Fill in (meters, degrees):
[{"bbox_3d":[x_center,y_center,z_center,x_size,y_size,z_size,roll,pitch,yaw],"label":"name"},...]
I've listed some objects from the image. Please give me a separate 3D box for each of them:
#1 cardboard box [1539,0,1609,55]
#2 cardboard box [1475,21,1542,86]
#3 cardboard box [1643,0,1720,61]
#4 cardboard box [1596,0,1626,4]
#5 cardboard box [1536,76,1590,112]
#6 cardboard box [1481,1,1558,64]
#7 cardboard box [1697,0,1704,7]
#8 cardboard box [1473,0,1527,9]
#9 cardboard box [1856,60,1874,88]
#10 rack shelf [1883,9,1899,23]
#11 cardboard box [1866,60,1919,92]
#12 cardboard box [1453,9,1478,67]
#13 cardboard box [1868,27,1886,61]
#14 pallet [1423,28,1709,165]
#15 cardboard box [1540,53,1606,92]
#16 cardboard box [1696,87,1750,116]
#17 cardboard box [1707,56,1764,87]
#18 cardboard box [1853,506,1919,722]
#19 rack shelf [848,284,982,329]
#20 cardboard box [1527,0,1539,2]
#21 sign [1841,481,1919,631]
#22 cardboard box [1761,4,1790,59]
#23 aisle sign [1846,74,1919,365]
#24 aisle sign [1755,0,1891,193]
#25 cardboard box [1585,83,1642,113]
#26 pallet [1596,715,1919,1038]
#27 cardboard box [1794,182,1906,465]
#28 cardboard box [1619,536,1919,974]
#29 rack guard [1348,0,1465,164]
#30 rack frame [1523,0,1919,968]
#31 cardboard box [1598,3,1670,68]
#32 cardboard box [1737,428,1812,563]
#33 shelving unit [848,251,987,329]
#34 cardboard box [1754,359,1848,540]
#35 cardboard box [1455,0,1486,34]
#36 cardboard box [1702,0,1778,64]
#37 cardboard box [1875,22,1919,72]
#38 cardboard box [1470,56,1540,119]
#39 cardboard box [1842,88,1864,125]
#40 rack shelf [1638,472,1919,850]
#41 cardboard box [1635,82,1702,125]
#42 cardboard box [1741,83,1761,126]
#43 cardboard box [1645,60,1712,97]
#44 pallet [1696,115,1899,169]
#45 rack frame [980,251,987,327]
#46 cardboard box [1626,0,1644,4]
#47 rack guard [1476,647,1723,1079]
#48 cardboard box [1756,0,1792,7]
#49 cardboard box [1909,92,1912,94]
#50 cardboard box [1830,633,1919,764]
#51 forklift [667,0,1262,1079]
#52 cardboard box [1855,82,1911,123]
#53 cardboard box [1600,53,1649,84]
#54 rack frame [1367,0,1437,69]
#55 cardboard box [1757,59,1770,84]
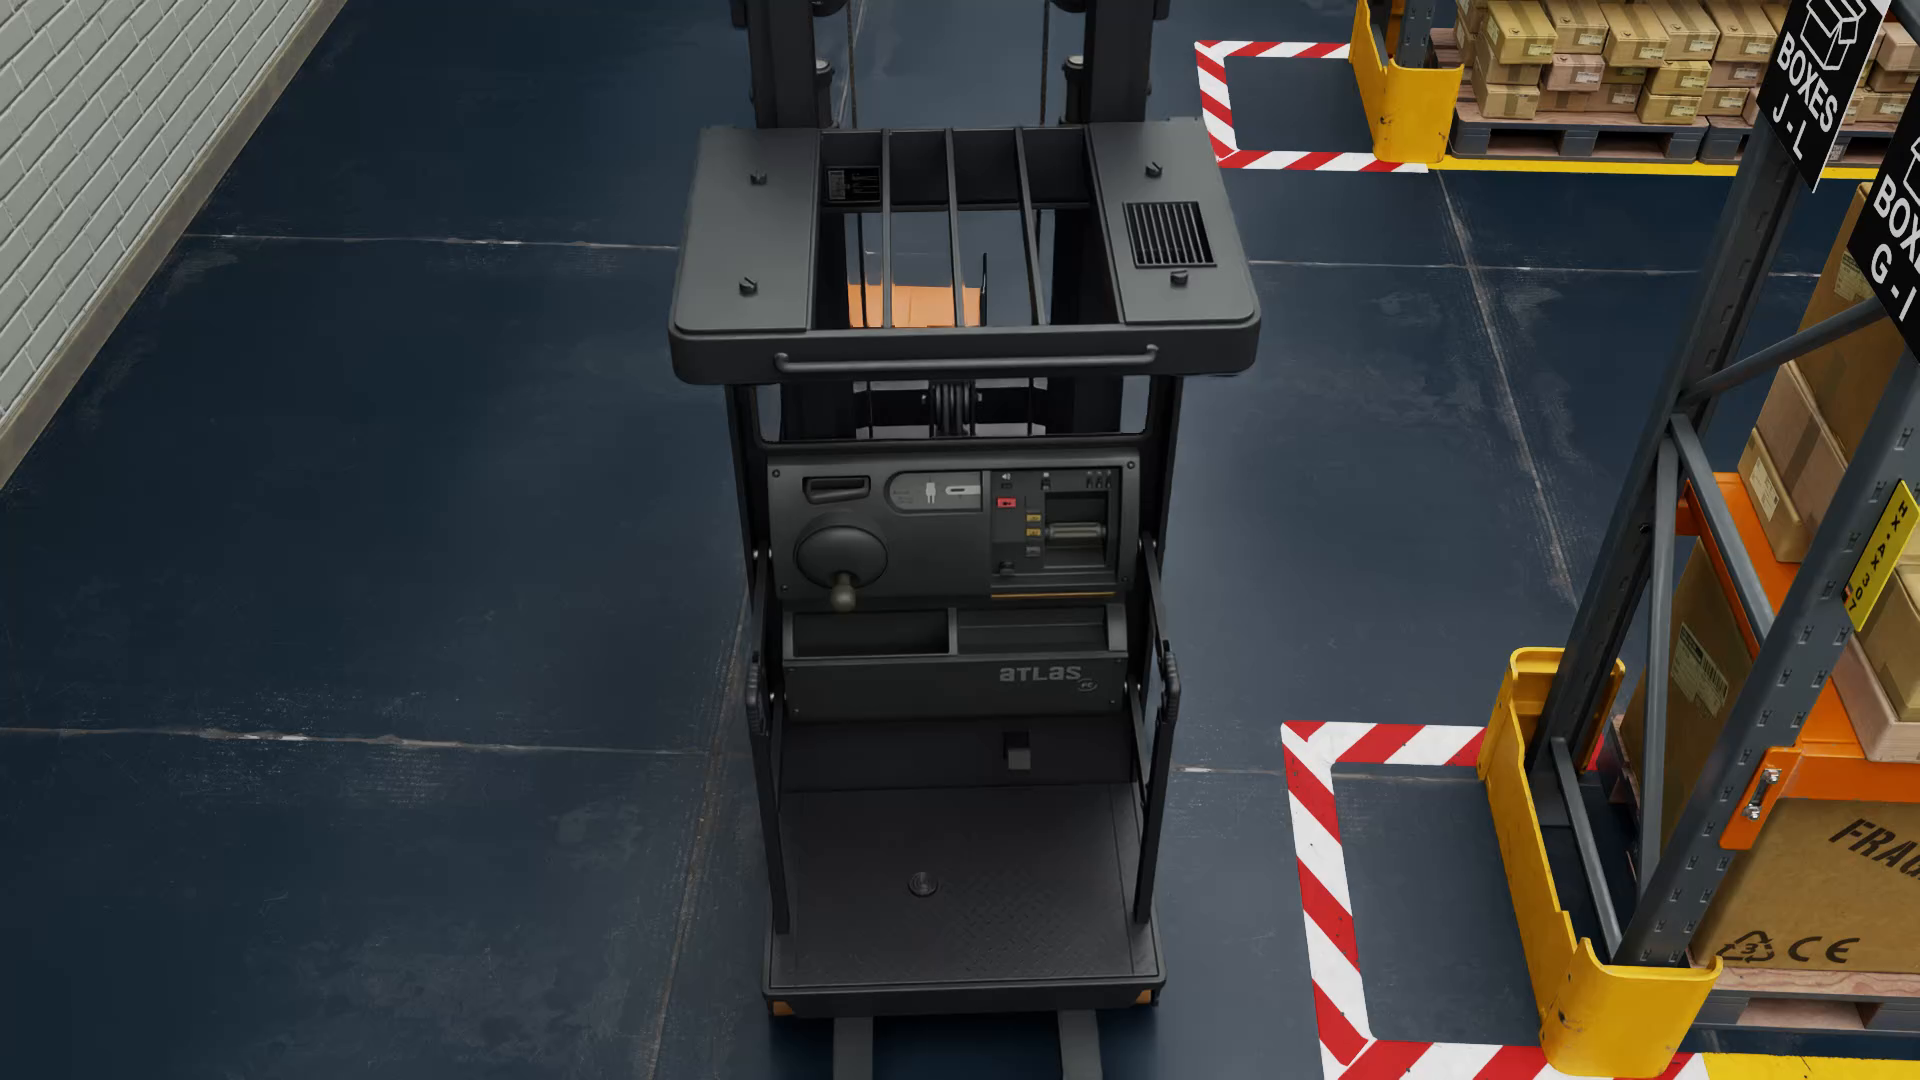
[{"bbox_3d":[2.979,-2.525,8.107,0.250,0.149,0.380,2,43,3],"label":"cardboard box"},{"bbox_3d":[2.702,-2.399,8.190,0.250,0.149,0.380,3,43,4],"label":"cardboard box"},{"bbox_3d":[3.477,-2.479,8.057,0.250,0.149,0.380,0,43,0],"label":"cardboard box"},{"bbox_3d":[3.243,-2.887,8.495,0.250,0.149,0.380,1,43,1],"label":"cardboard box"},{"bbox_3d":[2.964,-2.295,8.296,0.250,0.149,0.380,2,43,2],"label":"cardboard box"},{"bbox_3d":[2.698,-2.451,8.028,0.250,0.149,0.380,0,43,0],"label":"cardboard box"},{"bbox_3d":[3.770,-2.866,8.472,0.250,0.149,0.380,3,43,3],"label":"cardboard box"},{"bbox_3d":[2.731,-2.855,8.461,0.250,0.149,0.380,2,43,2],"label":"cardboard box"},{"bbox_3d":[4.285,-2.385,8.174,0.250,0.149,0.380,4,43,4],"label":"cardboard box"},{"bbox_3d":[3.864,-0.769,3.202,4.000,0.370,1.077,2,43,2],"label":"rack shelf"},{"bbox_3d":[4.550,-2.348,8.135,0.250,0.149,0.380,0,43,0],"label":"cardboard box"},{"bbox_3d":[2.726,-2.607,8.631,0.250,0.149,0.380,2,43,3],"label":"cardboard box"},{"bbox_3d":[4.269,-2.482,8.061,0.250,0.149,0.380,2,43,2],"label":"cardboard box"},{"bbox_3d":[3.076,-2.299,8.563,1.213,0.211,1.003,2,43,2],"label":"pallet"},{"bbox_3d":[2.973,-2.352,8.140,0.250,0.149,0.380,2,43,2],"label":"cardboard box"},{"bbox_3d":[3.722,-2.267,8.266,0.250,0.149,0.380,2,43,2],"label":"cardboard box"},{"bbox_3d":[3.742,-2.380,8.169,0.250,0.149,0.380,0,43,0],"label":"cardboard box"},{"bbox_3d":[2.333,0.148,3.782,0.500,0.250,0.500,1,43,1],"label":"cardboard box"},{"bbox_3d":[-0.166,-0.732,5.579,0.480,0.148,0.258,1,43,1],"label":"rack shelf"},{"bbox_3d":[2.979,-2.808,8.411,0.250,0.149,0.380,3,43,3],"label":"cardboard box"},{"bbox_3d":[1.835,0.036,3.318,0.005,0.325,0.100,2,43,2],"label":"sign"},{"bbox_3d":[4.014,-2.425,7.999,0.250,0.149,0.380,2,43,3],"label":"cardboard box"},{"bbox_3d":[1.781,-0.746,2.942,0.004,0.787,0.394,2,43,2],"label":"aisle sign"},{"bbox_3d":[1.808,-1.154,3.381,0.004,0.787,0.394,2,43,2],"label":"aisle sign"},{"bbox_3d":[3.213,-2.292,8.293,0.250,0.149,0.380,2,43,2],"label":"cardboard box"},{"bbox_3d":[2.668,0.995,5.027,1.213,0.211,1.003,2,43,2],"label":"pallet"},{"bbox_3d":[2.365,-0.489,3.916,0.500,0.500,0.500,2,43,2],"label":"cardboard box"},{"bbox_3d":[2.509,0.593,4.664,0.875,0.875,0.875,2,43,2],"label":"cardboard box"},{"bbox_3d":[2.266,-2.454,8.517,0.348,0.500,1.175,2,43,2],"label":"rack guard"},{"bbox_3d":[1.866,0.004,4.046,0.127,3.000,1.000,2,43,2],"label":"rack frame"},{"bbox_3d":[3.225,-2.430,8.005,0.250,0.149,0.380,2,43,2],"label":"cardboard box"},{"bbox_3d":[2.237,-0.118,4.360,0.250,0.149,0.380,3,43,3],"label":"cardboard box"},{"bbox_3d":[-0.166,-0.445,5.847,0.503,1.200,0.258,1,43,1],"label":"shelving unit"},{"bbox_3d":[2.362,-0.216,4.173,0.500,0.250,0.500,1,43,1],"label":"cardboard box"},{"bbox_3d":[2.730,-2.768,8.586,0.250,0.149,0.380,1,43,1],"label":"cardboard box"},{"bbox_3d":[3.753,-2.464,8.041,0.250,0.149,0.380,3,43,4],"label":"cardboard box"},{"bbox_3d":[4.513,-2.400,7.972,0.250,0.149,0.380,0,43,0],"label":"cardboard box"},{"bbox_3d":[2.699,-2.247,8.245,0.250,0.149,0.380,3,43,3],"label":"cardboard box"},{"bbox_3d":[4.245,-2.209,8.204,0.250,0.149,0.380,2,43,2],"label":"cardboard box"},{"bbox_3d":[3.864,0.328,4.225,4.000,0.370,1.077,2,43,2],"label":"rack shelf"},{"bbox_3d":[3.463,-2.209,8.205,0.250,0.149,0.380,2,43,2],"label":"cardboard box"},{"bbox_3d":[3.967,-2.200,8.194,0.250,0.149,0.380,0,43,0],"label":"cardboard box"},{"bbox_3d":[3.473,-2.323,8.109,0.250,0.149,0.380,3,43,3],"label":"cardboard box"},{"bbox_3d":[4.292,-2.260,8.521,1.213,0.211,1.003,2,43,2],"label":"pallet"},{"bbox_3d":[0.078,-0.439,5.841,0.015,1.200,0.240,1,43,1],"label":"rack frame"},{"bbox_3d":[3.499,-2.836,8.441,0.250,0.149,0.380,0,43,0],"label":"cardboard box"},{"bbox_3d":[1.842,0.917,4.898,0.348,0.500,1.175,2,43,2],"label":"rack guard"},{"bbox_3d":[4.028,-2.782,8.383,0.250,0.149,0.380,0,43,0],"label":"cardboard box"},{"bbox_3d":[4.745,-2.170,8.162,0.250,0.149,0.380,2,43,2],"label":"cardboard box"},{"bbox_3d":[2.206,0.331,3.878,0.250,0.149,0.380,2,43,2],"label":"cardboard box"},{"bbox_3d":[-0.004,0.062,4.033,1.130,2.935,3.031,-1,43,-2],"label":"forklift"},{"bbox_3d":[4.488,-2.224,8.220,0.250,0.149,0.380,3,43,3],"label":"cardboard box"},{"bbox_3d":[3.222,-2.405,8.196,0.250,0.149,0.380,2,43,2],"label":"cardboard box"},{"bbox_3d":[2.190,-3.371,7.668,0.127,3.000,1.000,2,43,2],"label":"rack frame"},{"bbox_3d":[4.015,-2.400,8.191,0.250,0.149,0.380,4,43,4],"label":"cardboard box"}]
